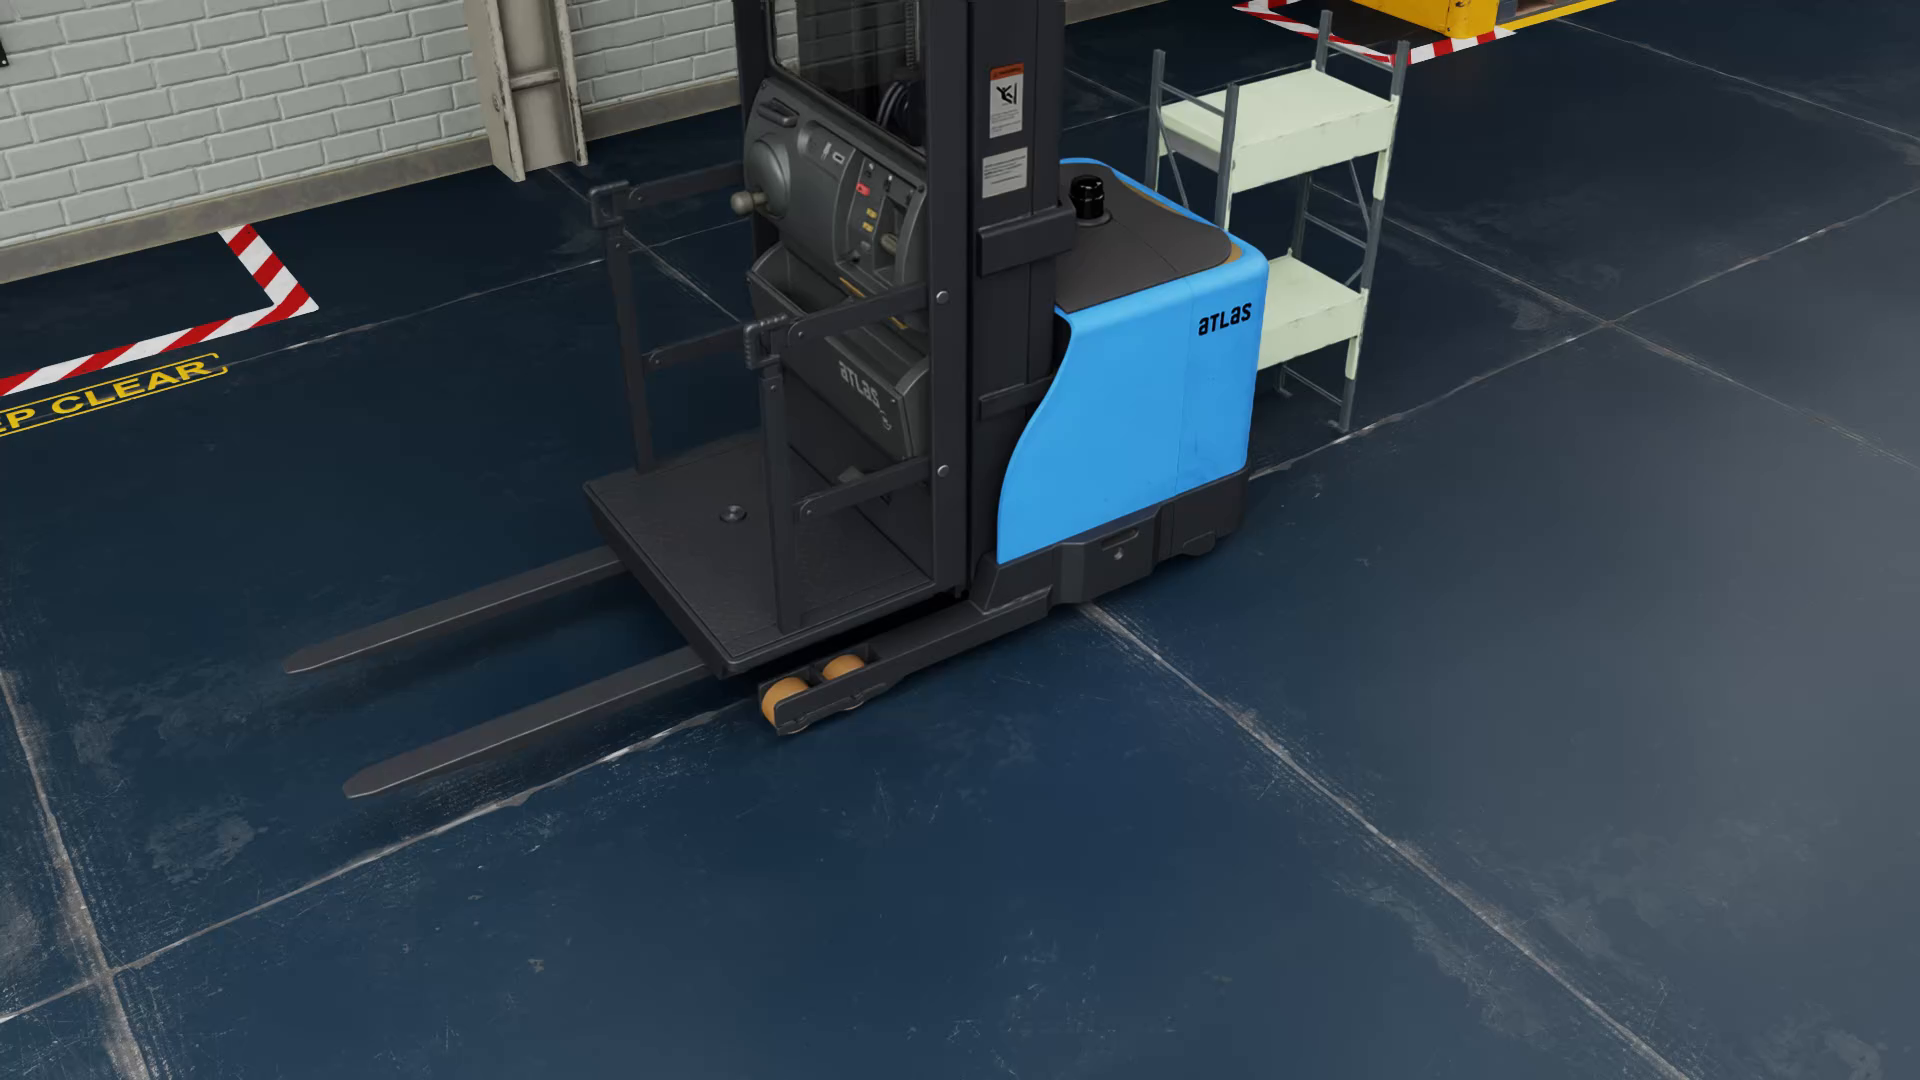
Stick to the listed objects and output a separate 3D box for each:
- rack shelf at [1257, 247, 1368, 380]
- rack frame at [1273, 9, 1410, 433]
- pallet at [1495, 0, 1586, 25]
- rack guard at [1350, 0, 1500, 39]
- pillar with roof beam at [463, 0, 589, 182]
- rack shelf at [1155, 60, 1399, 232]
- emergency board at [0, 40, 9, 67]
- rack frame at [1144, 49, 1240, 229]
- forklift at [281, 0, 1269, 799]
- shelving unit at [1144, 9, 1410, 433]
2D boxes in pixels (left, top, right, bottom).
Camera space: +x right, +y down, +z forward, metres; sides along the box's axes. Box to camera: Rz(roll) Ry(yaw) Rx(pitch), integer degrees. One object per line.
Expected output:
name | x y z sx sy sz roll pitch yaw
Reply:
rack shelf | 1.051 -0.735 6.046 0.720 0.370 0.431 -21 41 -26
rack frame | 1.358 -1.116 6.017 0.023 1.500 0.400 -21 41 -26
pallet | 3.457 -3.642 10.633 1.213 0.211 1.003 -22 41 -28
rack guard | 2.772 -3.503 10.192 0.348 0.500 1.175 -22 41 -28
pillar with roof beam | 0.360 -3.503 2.914 0.400 9.000 9.100 -22 41 -28
rack shelf | 1.051 -1.317 5.628 0.720 0.370 0.431 -21 41 -26
emergency board | -4.162 -2.309 6.392 0.643 1.169 0.194 -22 41 -28
rack frame | 0.744 -0.884 5.694 0.023 1.500 0.400 -21 41 -26
forklift | -0.537 -0.967 4.584 3.031 2.935 1.130 -21 41 -26
shelving unit | 1.051 -1.000 5.856 0.755 1.500 0.431 -21 41 -26
